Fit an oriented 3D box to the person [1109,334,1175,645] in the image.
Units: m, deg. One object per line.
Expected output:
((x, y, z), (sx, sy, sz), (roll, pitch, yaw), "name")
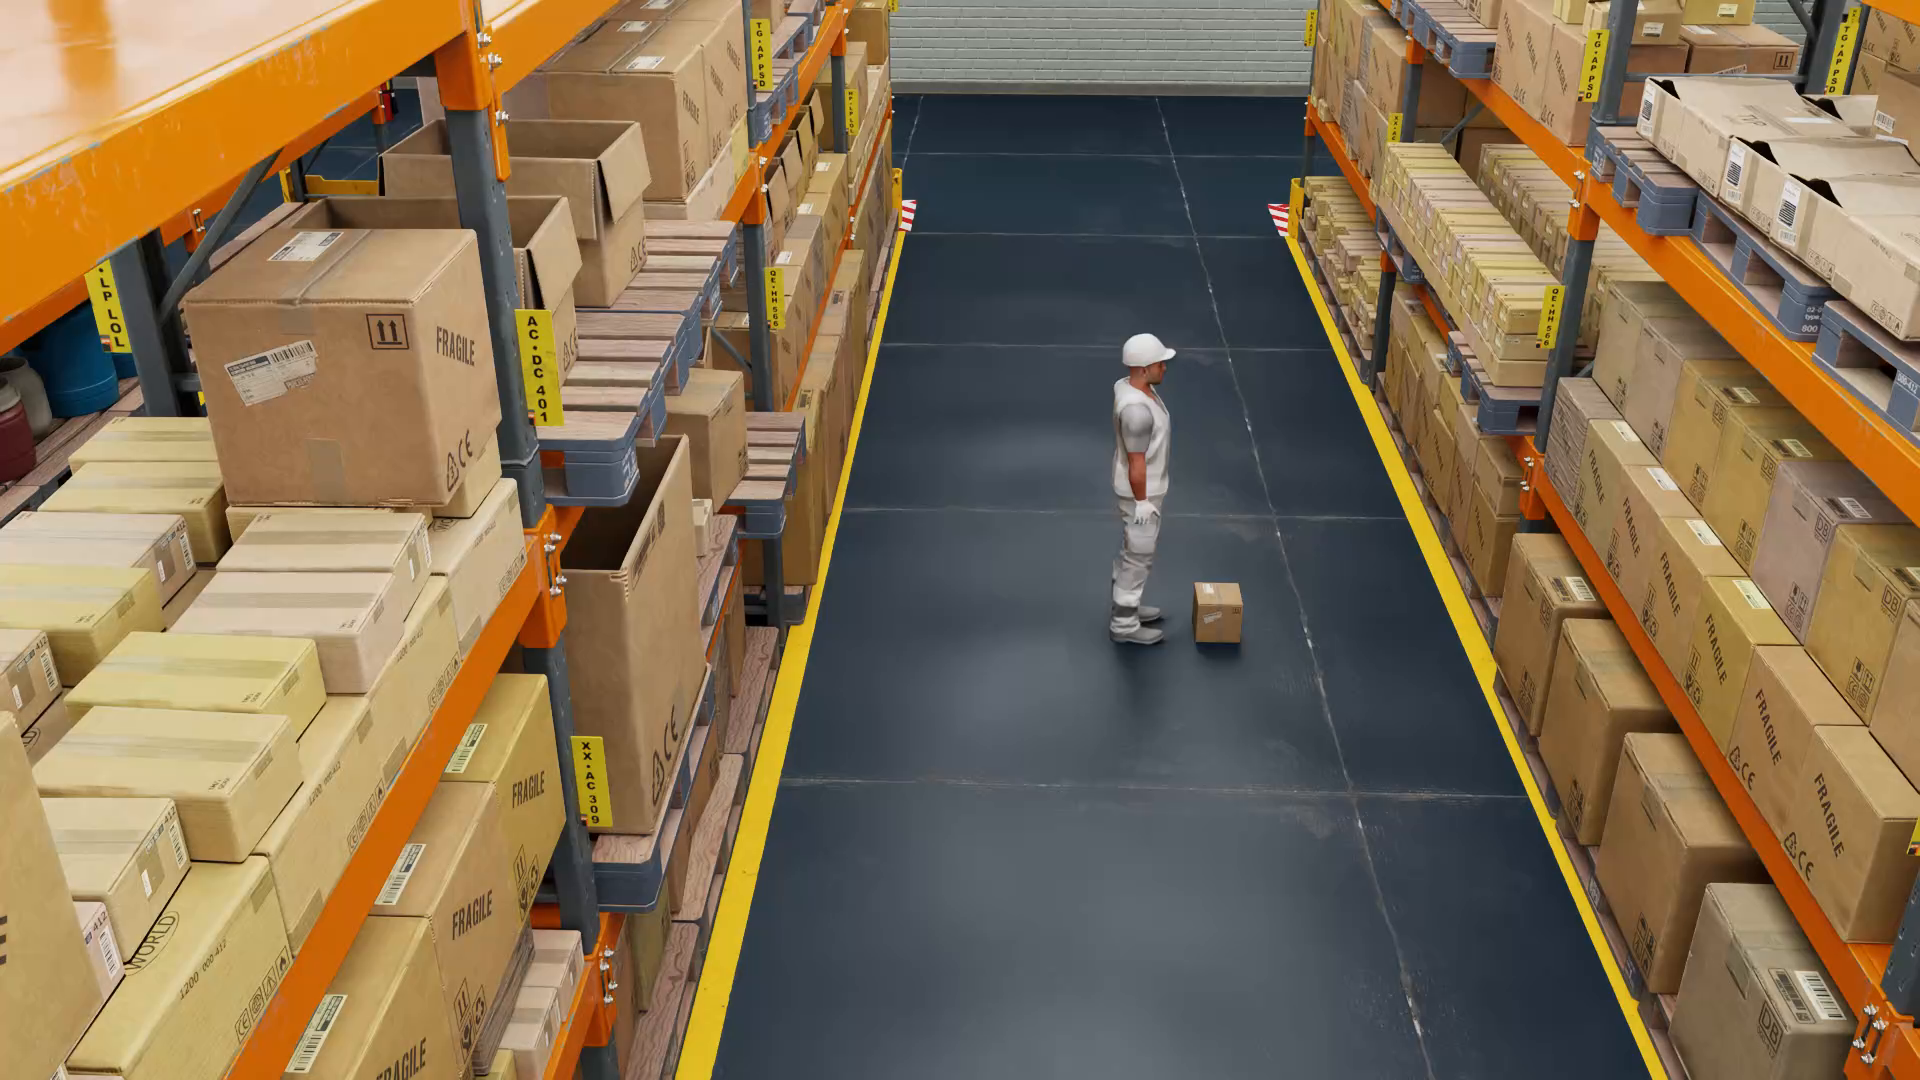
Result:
((0.991, -0.283, 9.133), (0.346, 1.787, 0.523), (2, 28, 3), "person")
